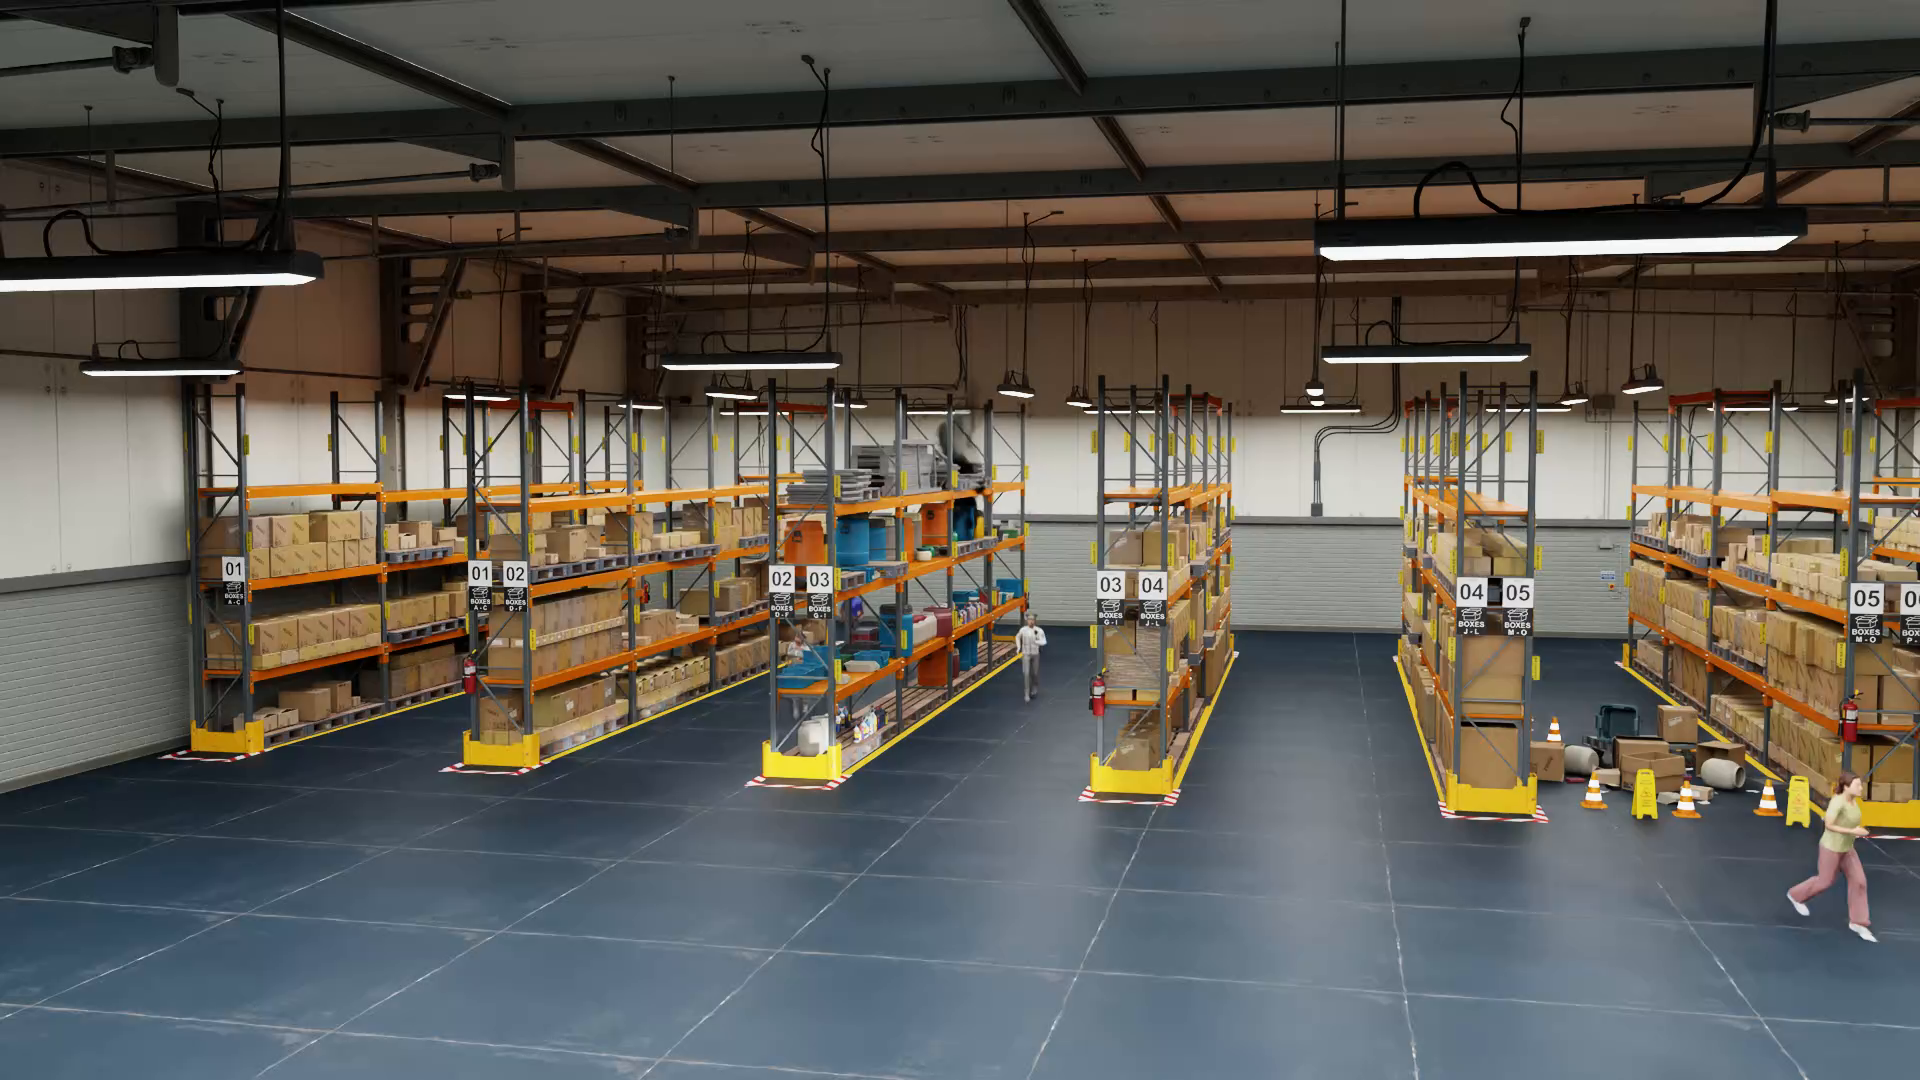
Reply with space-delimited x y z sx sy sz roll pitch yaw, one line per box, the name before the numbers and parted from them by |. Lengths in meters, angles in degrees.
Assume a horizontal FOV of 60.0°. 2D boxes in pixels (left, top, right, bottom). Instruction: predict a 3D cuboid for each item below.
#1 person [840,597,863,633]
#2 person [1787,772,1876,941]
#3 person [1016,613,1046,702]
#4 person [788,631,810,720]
person | -2.548 1.960 38.987 0.585 1.650 0.727 0 3 9
person | 8.997 3.274 17.148 0.605 1.410 0.947 -2 4 -33
person | 1.392 2.269 32.620 0.604 1.705 0.884 0 3 3
person | -2.936 2.466 30.544 0.555 1.606 0.789 1 3 15
